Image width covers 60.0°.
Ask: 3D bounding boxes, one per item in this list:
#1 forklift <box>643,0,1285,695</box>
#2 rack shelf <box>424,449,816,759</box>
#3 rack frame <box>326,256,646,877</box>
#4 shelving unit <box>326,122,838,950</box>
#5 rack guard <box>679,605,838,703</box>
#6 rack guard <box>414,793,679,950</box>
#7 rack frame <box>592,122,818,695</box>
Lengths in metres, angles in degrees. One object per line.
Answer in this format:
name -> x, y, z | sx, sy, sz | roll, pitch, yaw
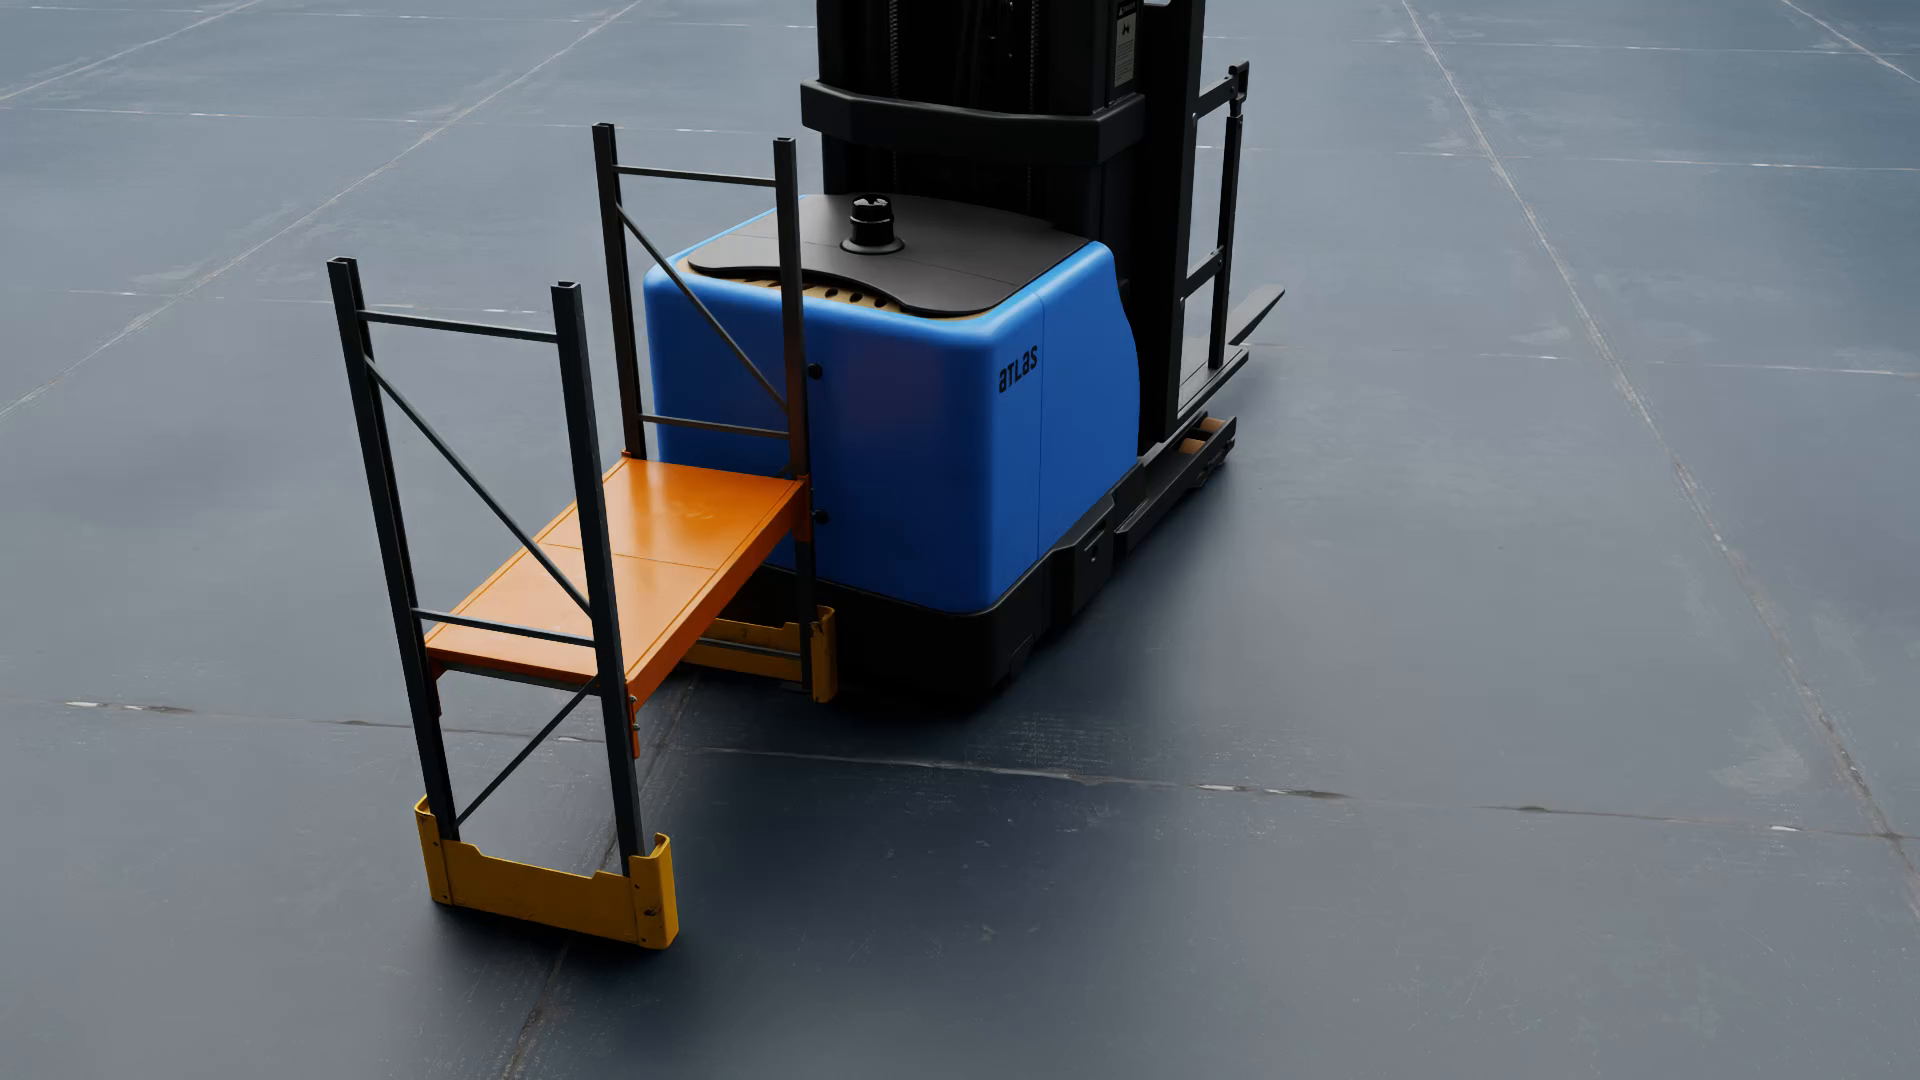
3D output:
forklift -> 0.296, -1.554, 5.045 | 1.130, 2.935, 3.031 | 14, 31, 24
rack shelf -> -0.765, 0.107, 3.849 | 0.538, 0.185, 1.000 | 8, 29, 15
rack frame -> -0.912, 0.180, 3.335 | 0.500, 1.500, 0.032 | 8, 29, 15
shelving unit -> -0.762, -0.055, 3.771 | 0.587, 1.500, 1.083 | 8, 29, 15
rack guard -> -0.618, 0.269, 4.488 | 0.587, 0.250, 0.087 | 8, 29, 15
rack guard -> -0.906, 0.721, 3.648 | 0.587, 0.250, 0.087 | 8, 29, 15
rack frame -> -0.618, -0.282, 4.192 | 0.500, 1.500, 0.032 | 8, 29, 15
